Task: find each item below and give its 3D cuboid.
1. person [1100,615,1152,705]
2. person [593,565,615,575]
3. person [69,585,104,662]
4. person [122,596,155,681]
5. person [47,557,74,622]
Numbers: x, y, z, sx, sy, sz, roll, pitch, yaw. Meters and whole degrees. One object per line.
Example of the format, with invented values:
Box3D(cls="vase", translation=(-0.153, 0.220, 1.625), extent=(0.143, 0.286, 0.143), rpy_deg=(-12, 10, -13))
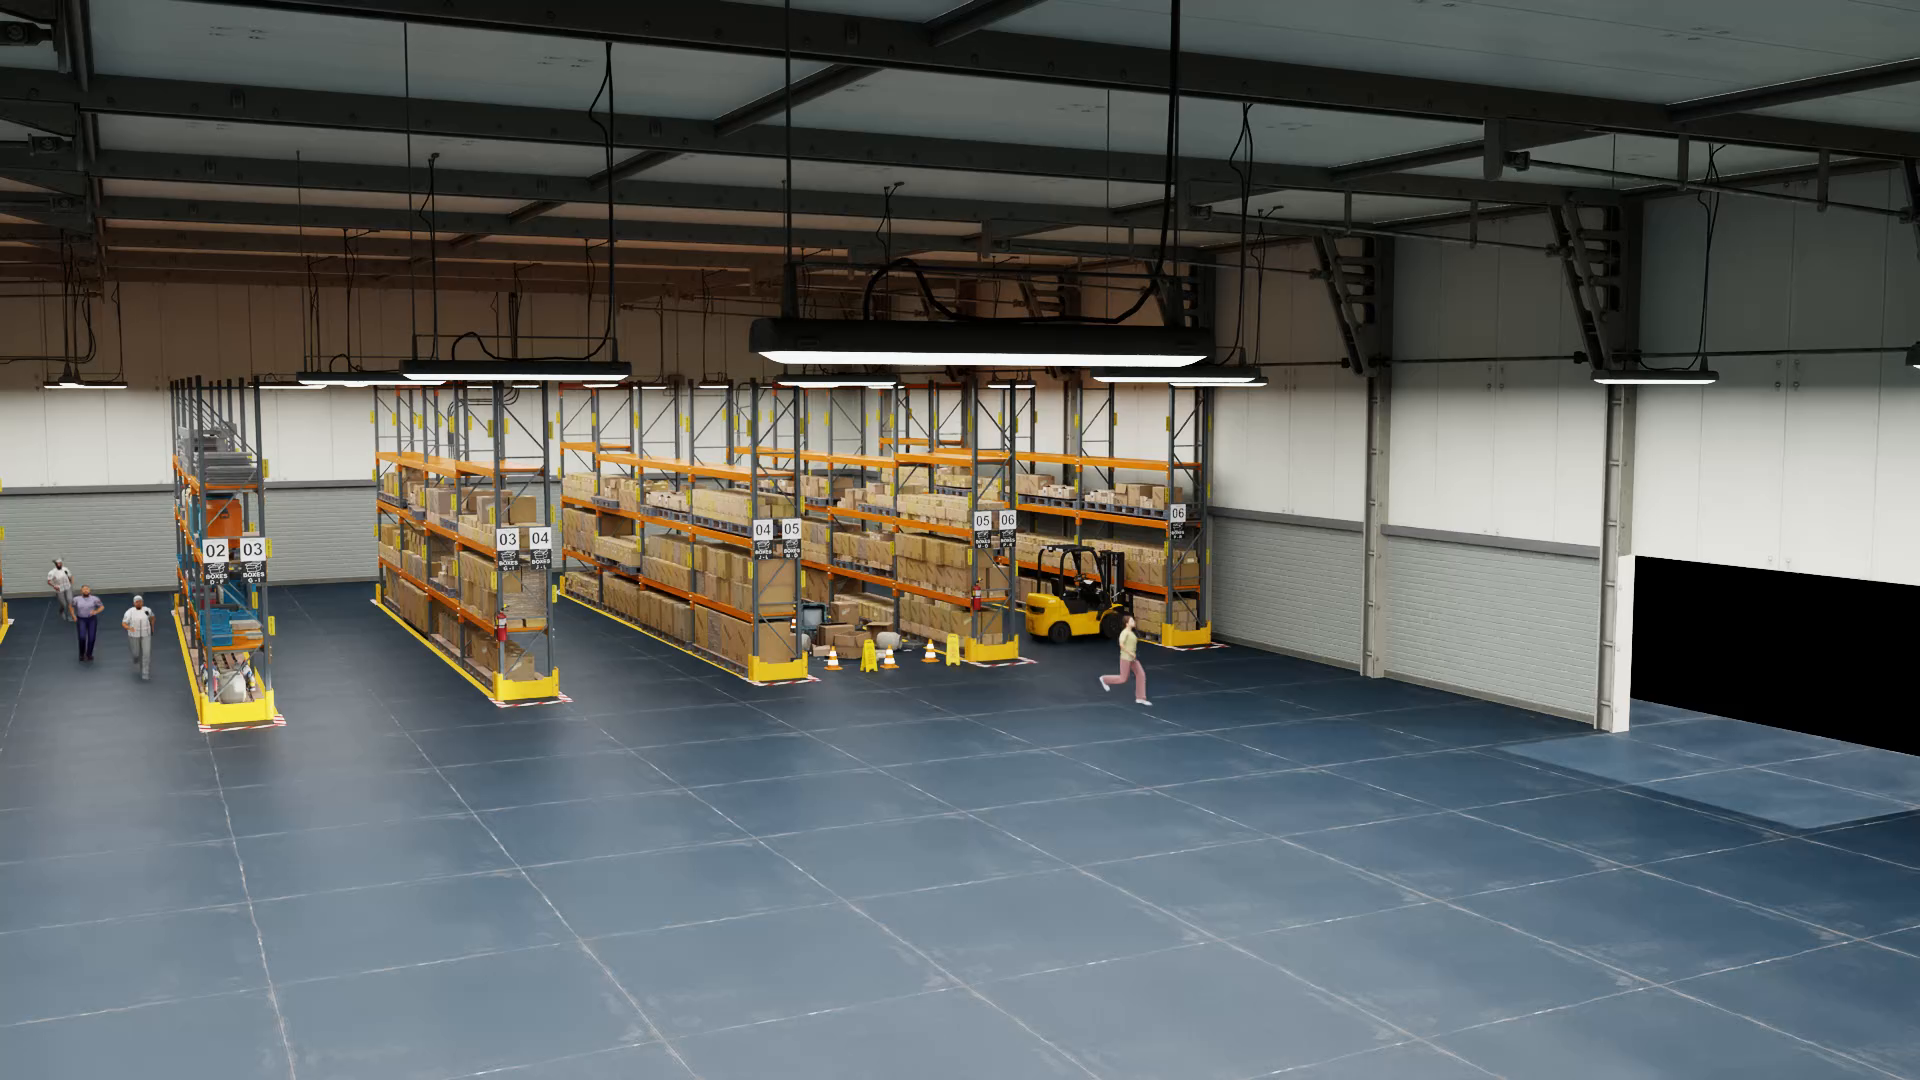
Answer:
Box3D(cls="person", translation=(3.065, 2.206, 30.642), extent=(0.995, 1.652, 0.561), rpy_deg=(3, 6, 29))
Box3D(cls="person", translation=(-10.527, 0.496, 48.666), extent=(0.929, 1.759, 0.752), rpy_deg=(1, 5, 16))
Box3D(cls="person", translation=(-18.555, 1.774, 35.364), extent=(0.663, 1.633, 0.593), rpy_deg=(-3, 6, -29))
Box3D(cls="person", translation=(-16.430, 1.939, 33.316), extent=(0.610, 1.668, 0.896), rpy_deg=(-3, 6, -31))
Box3D(cls="person", translation=(-22.309, 1.240, 41.300), extent=(0.607, 1.633, 0.601), rpy_deg=(4, 7, 40))
